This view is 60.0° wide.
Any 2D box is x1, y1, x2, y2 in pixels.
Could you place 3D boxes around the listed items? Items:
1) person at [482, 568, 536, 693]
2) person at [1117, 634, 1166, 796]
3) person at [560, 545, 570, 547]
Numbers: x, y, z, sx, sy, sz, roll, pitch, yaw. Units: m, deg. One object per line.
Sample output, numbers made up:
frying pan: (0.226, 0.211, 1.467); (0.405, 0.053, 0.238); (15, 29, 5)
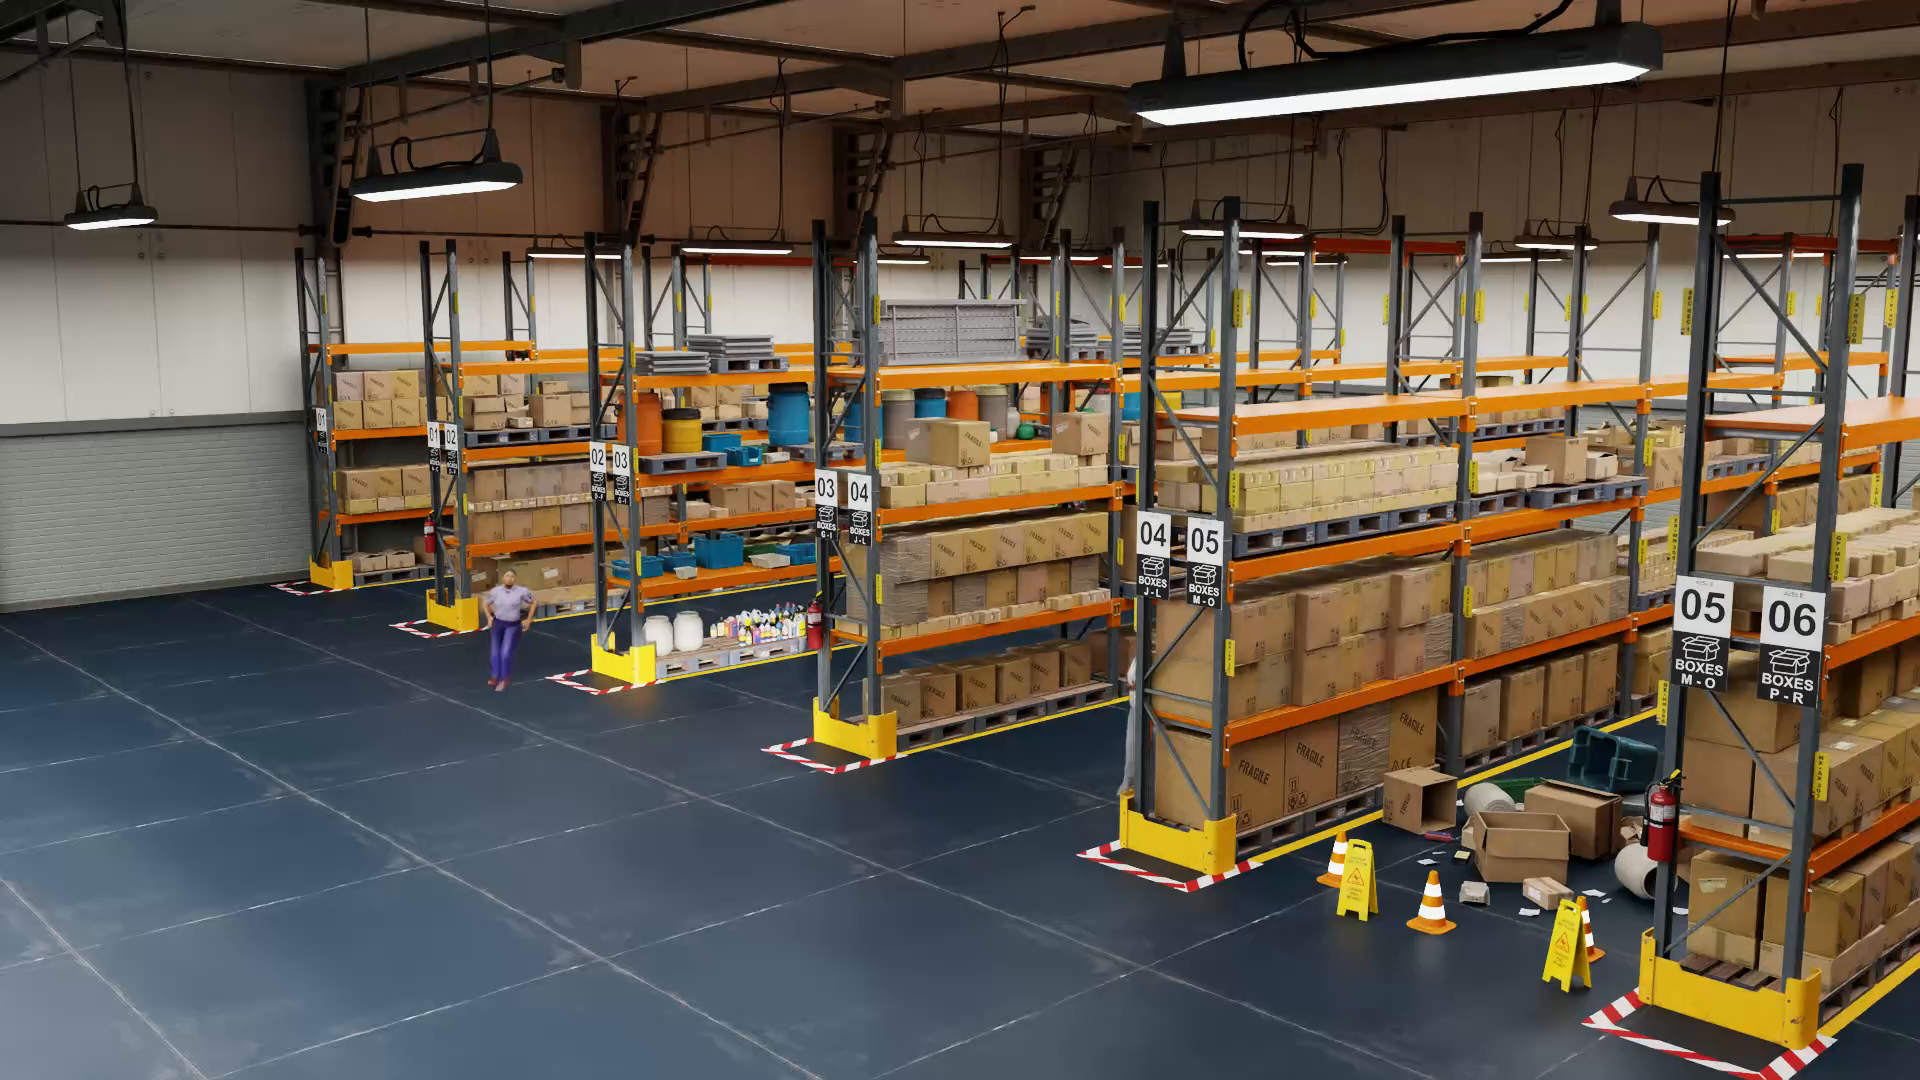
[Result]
person: (-5.960, 1.188, 21.908); (0.681, 1.636, 0.657); (0, 8, 1)
person: (1.971, 1.766, 17.398); (0.894, 1.697, 0.567); (-8, 12, -43)
person: (-6.872, -0.024, 29.504); (0.643, 1.758, 0.873); (6, 10, 34)
